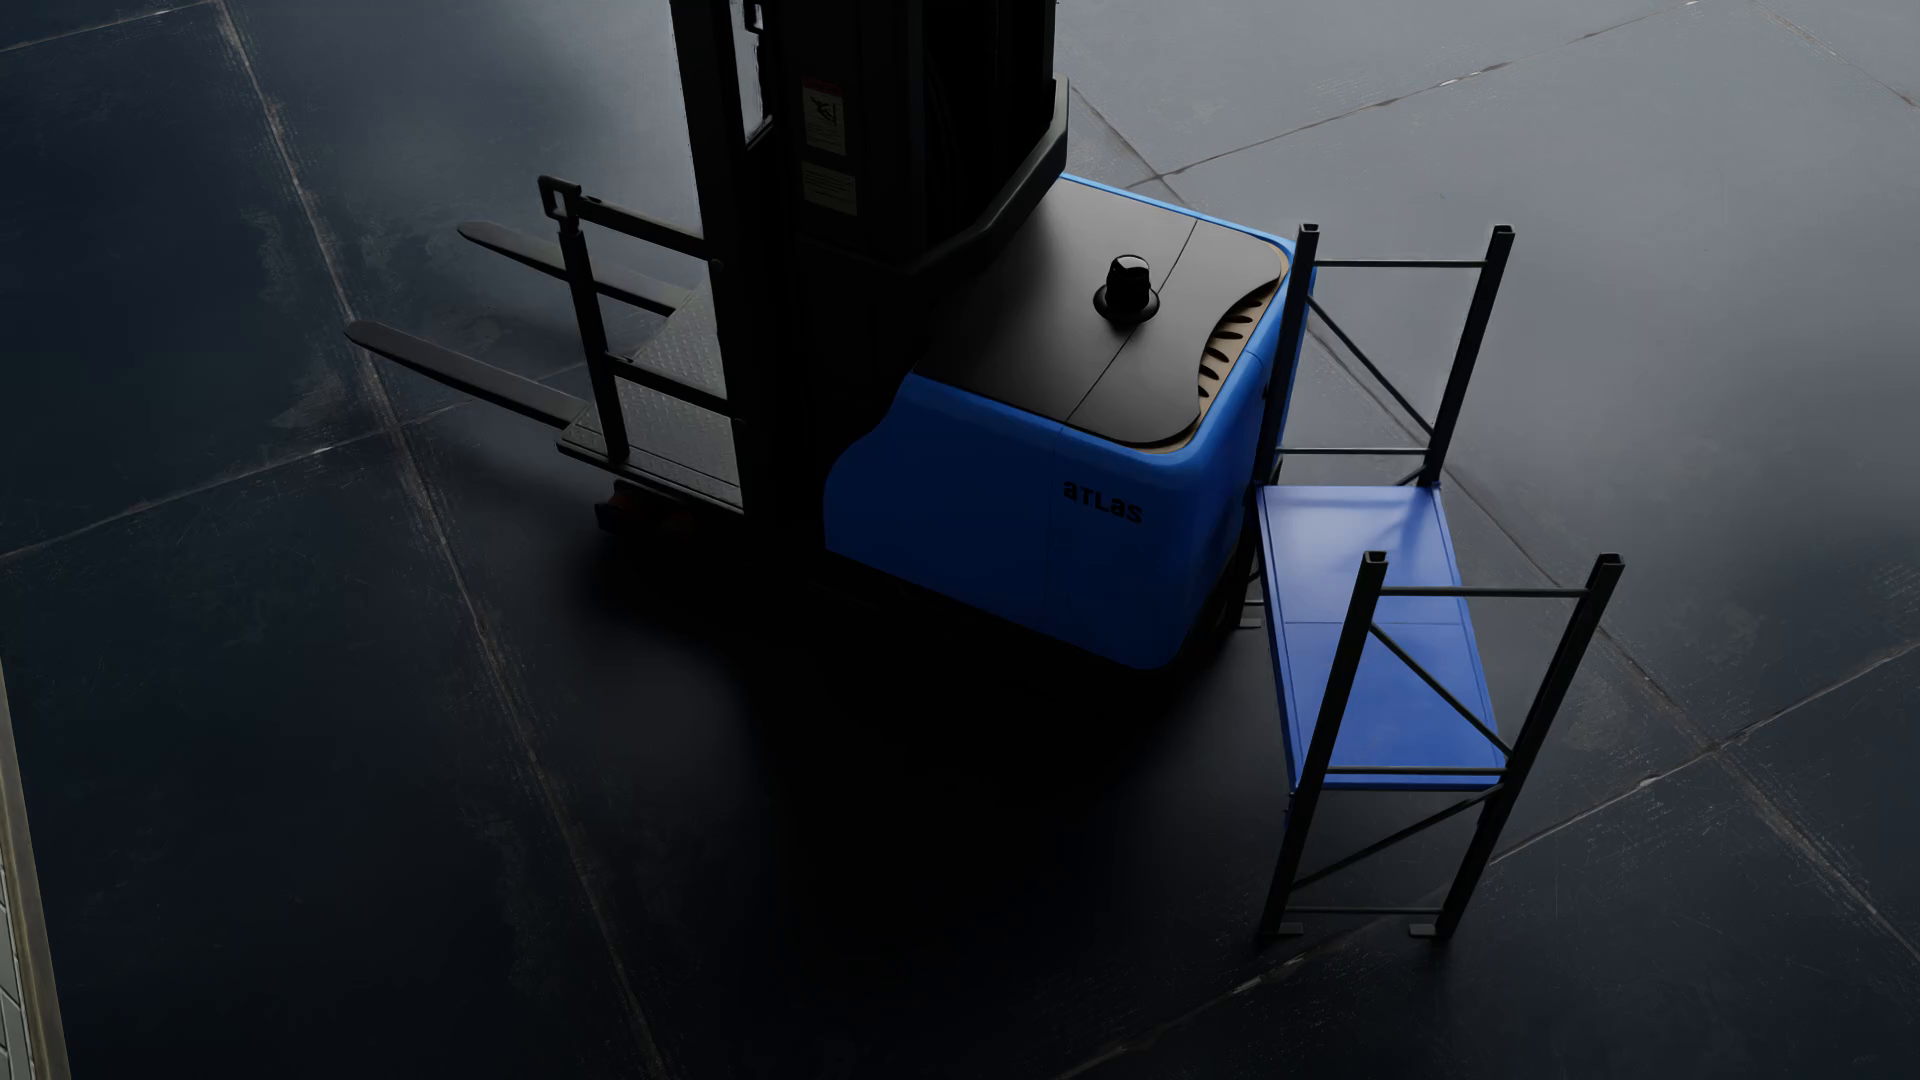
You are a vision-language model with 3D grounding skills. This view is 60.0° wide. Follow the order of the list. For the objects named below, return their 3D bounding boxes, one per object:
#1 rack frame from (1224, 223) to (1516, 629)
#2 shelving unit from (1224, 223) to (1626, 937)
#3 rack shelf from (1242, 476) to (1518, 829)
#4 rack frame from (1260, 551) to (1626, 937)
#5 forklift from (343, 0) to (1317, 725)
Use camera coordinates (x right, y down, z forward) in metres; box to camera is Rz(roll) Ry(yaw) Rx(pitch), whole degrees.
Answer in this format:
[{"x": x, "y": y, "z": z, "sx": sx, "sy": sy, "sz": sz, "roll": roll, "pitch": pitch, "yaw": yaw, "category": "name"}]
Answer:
[{"x": 1.049, "y": -0.237, "z": 4.461, "sx": 0.500, "sy": 1.500, "sz": 0.032, "roll": 0, "pitch": 49, "yaw": 0, "category": "rack frame"}, {"x": 1.043, "y": 0.146, "z": 4.126, "sx": 0.538, "sy": 1.500, "sz": 1.048, "roll": 0, "pitch": 49, "yaw": 0, "category": "shelving unit"}, {"x": 1.043, "y": 0.264, "z": 4.262, "sx": 0.538, "sy": 0.185, "sz": 1.000, "roll": 0, "pitch": 49, "yaw": 0, "category": "rack shelf"}, {"x": 1.038, "y": 0.528, "z": 3.792, "sx": 0.500, "sy": 1.500, "sz": 0.032, "roll": 0, "pitch": 49, "yaw": 0, "category": "rack frame"}, {"x": -0.565, "y": -1.230, "z": 4.379, "sx": 3.031, "sy": 2.935, "sz": 1.130, "roll": 21, "pitch": 52, "yaw": 17, "category": "forklift"}]
